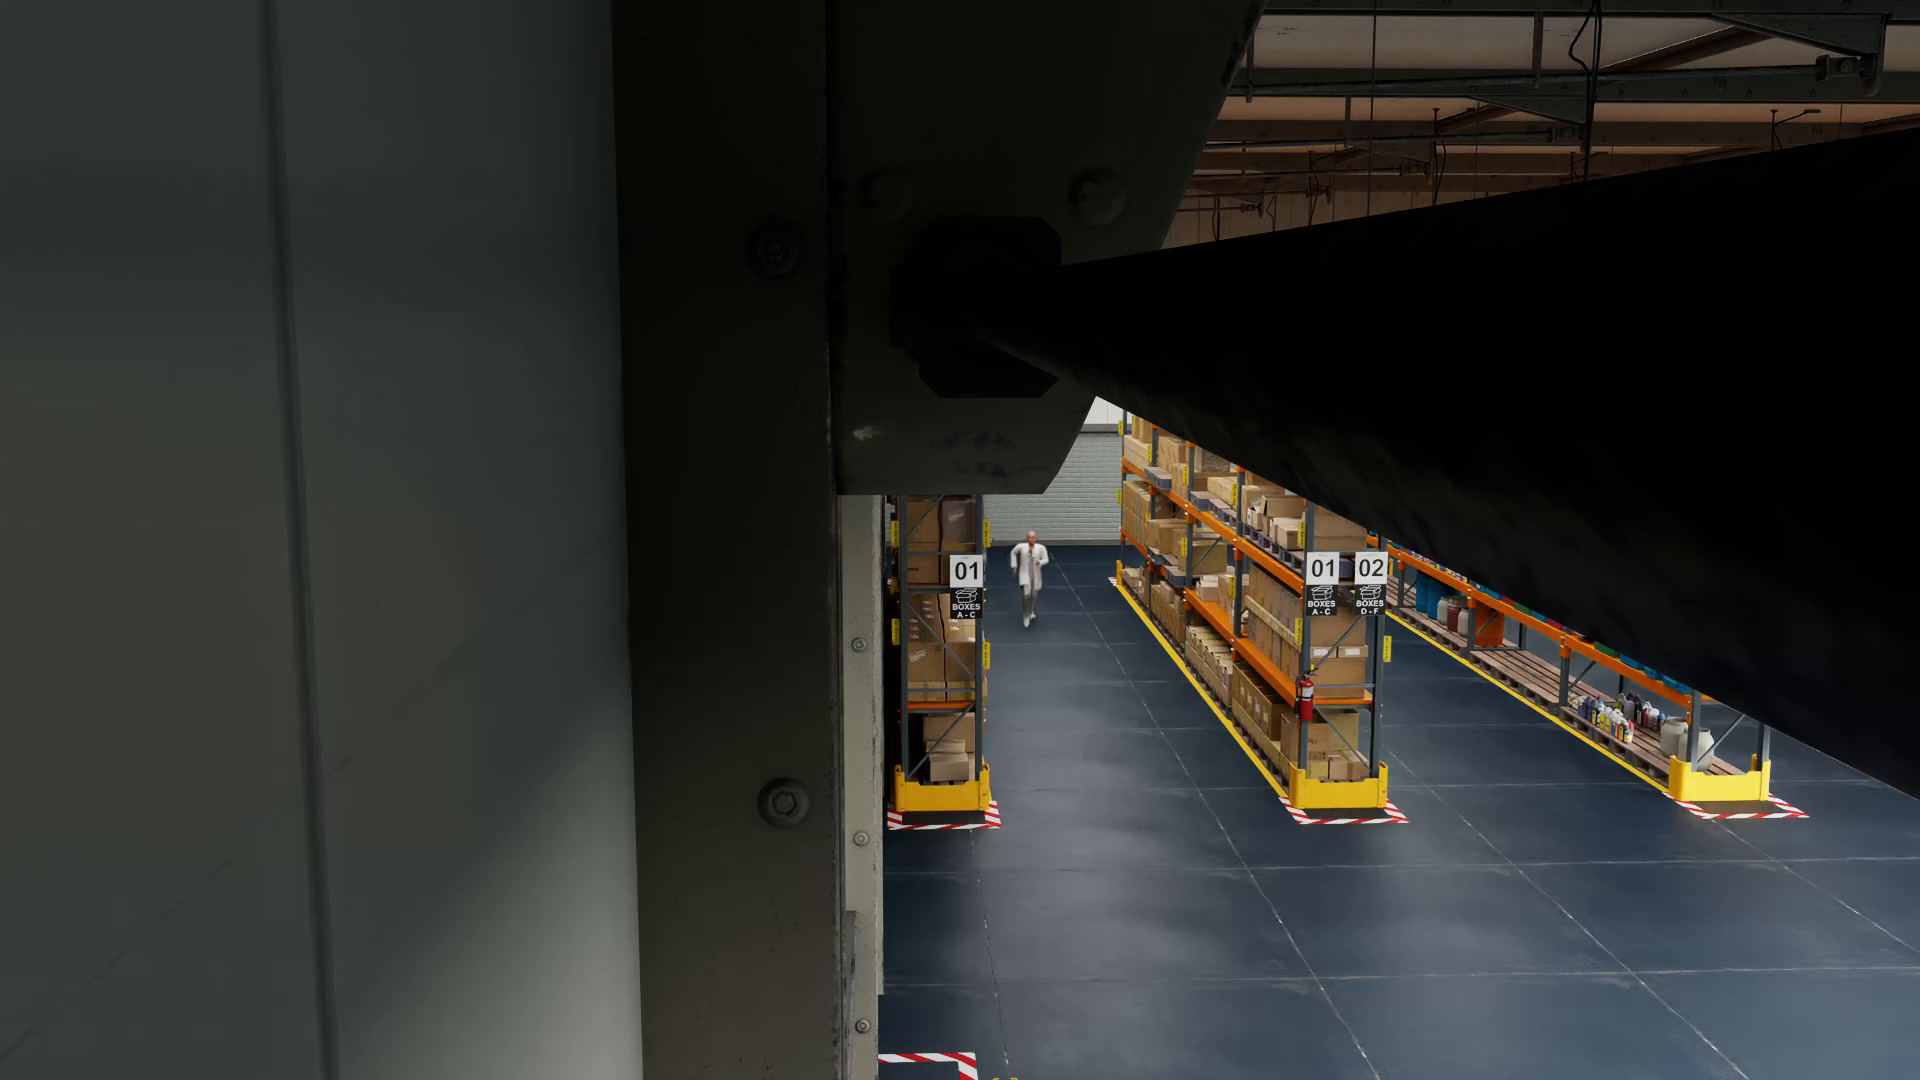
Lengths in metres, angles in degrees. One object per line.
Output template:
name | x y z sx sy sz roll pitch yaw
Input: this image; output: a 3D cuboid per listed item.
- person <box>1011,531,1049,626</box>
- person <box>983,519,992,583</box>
person | 1.355 0.737 32.063 0.675 1.838 0.913 -1 9 -8
person | 0.410 0.121 36.669 0.674 1.699 0.607 -7 11 -40
